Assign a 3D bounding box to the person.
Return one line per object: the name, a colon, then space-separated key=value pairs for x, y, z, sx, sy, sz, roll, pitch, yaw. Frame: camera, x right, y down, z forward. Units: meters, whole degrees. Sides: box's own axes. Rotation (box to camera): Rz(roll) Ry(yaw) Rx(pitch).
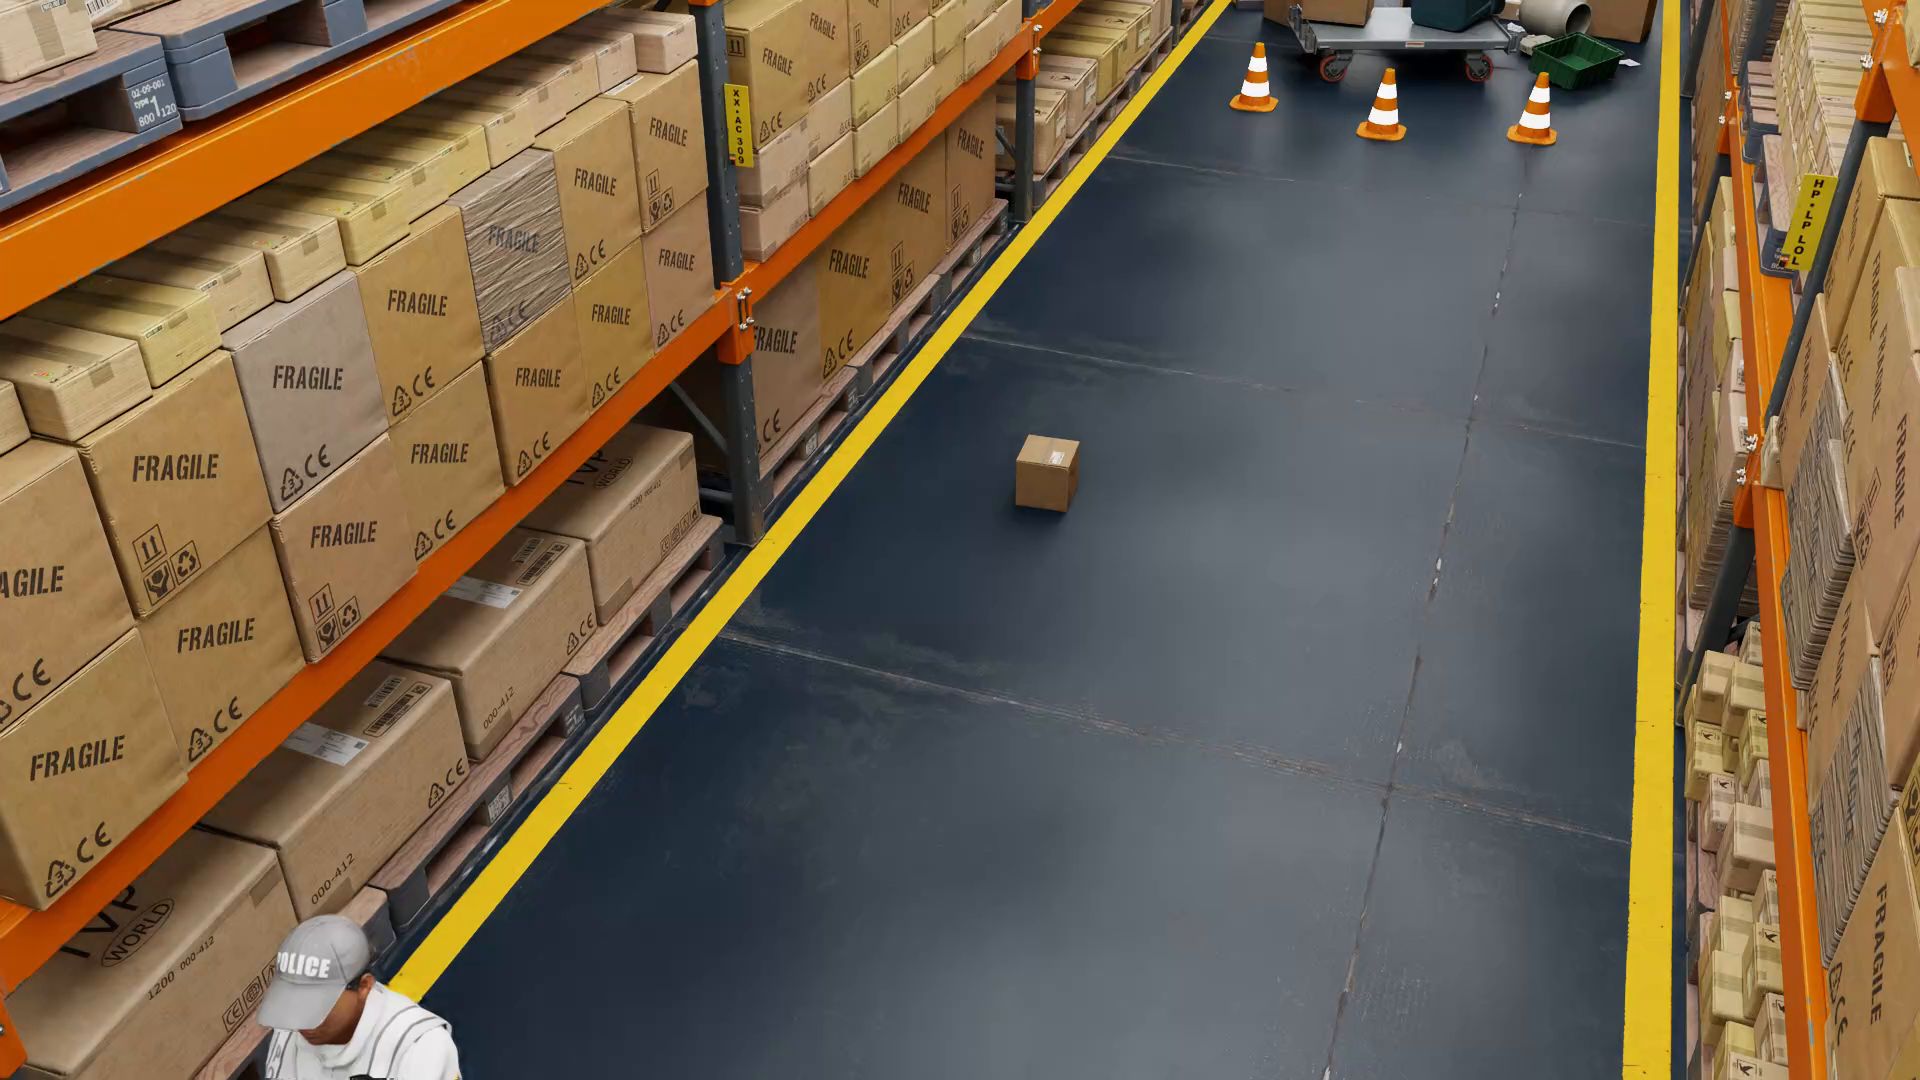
person: x=-1.295 y=1.485 z=3.867 sx=0.488 sy=1.646 sz=0.673 roll=12 pitch=35 yaw=17
